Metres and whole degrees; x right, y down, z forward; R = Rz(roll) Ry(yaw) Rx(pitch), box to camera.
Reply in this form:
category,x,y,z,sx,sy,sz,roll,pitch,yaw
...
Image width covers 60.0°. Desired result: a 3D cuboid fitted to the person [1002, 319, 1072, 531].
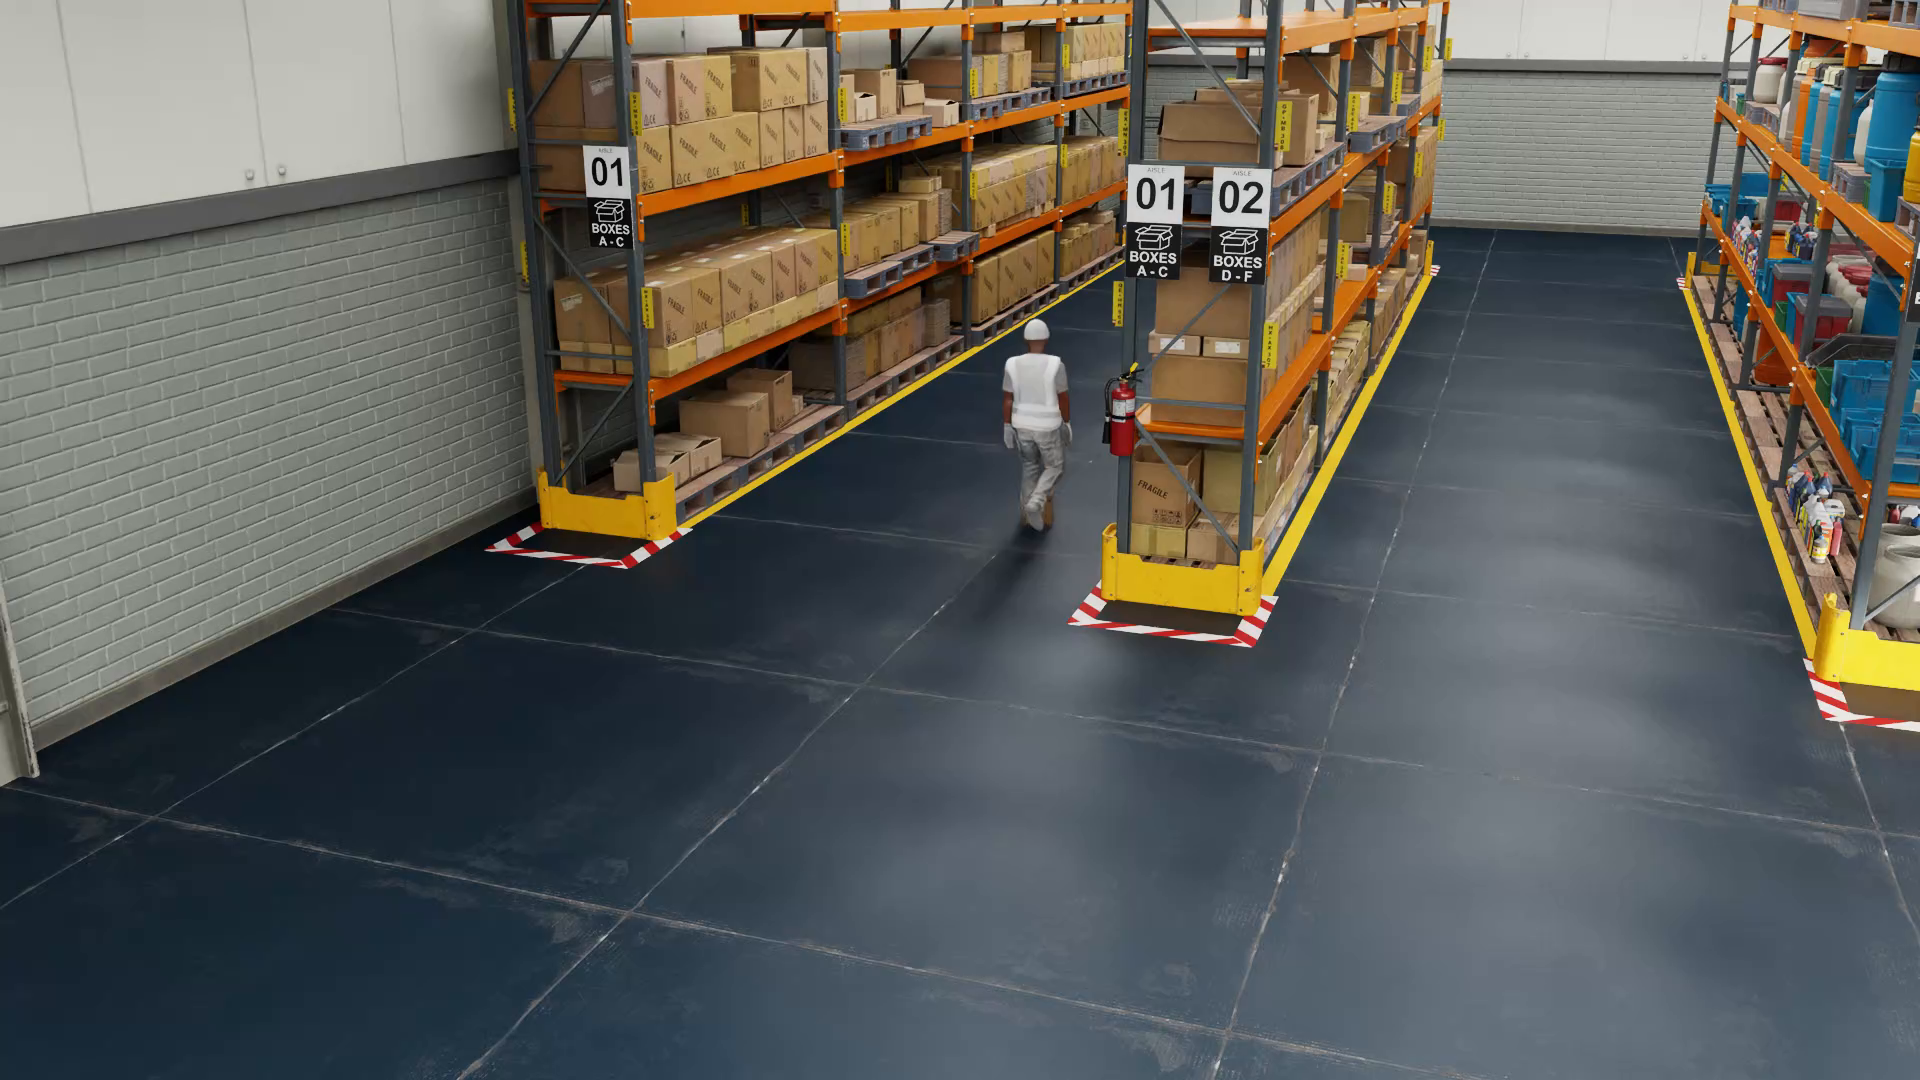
category,x,y,z,sx,sy,sz,roll,pitch,yaw
person,0.627,-0.938,13.772,0.570,1.765,0.725,7,20,21
